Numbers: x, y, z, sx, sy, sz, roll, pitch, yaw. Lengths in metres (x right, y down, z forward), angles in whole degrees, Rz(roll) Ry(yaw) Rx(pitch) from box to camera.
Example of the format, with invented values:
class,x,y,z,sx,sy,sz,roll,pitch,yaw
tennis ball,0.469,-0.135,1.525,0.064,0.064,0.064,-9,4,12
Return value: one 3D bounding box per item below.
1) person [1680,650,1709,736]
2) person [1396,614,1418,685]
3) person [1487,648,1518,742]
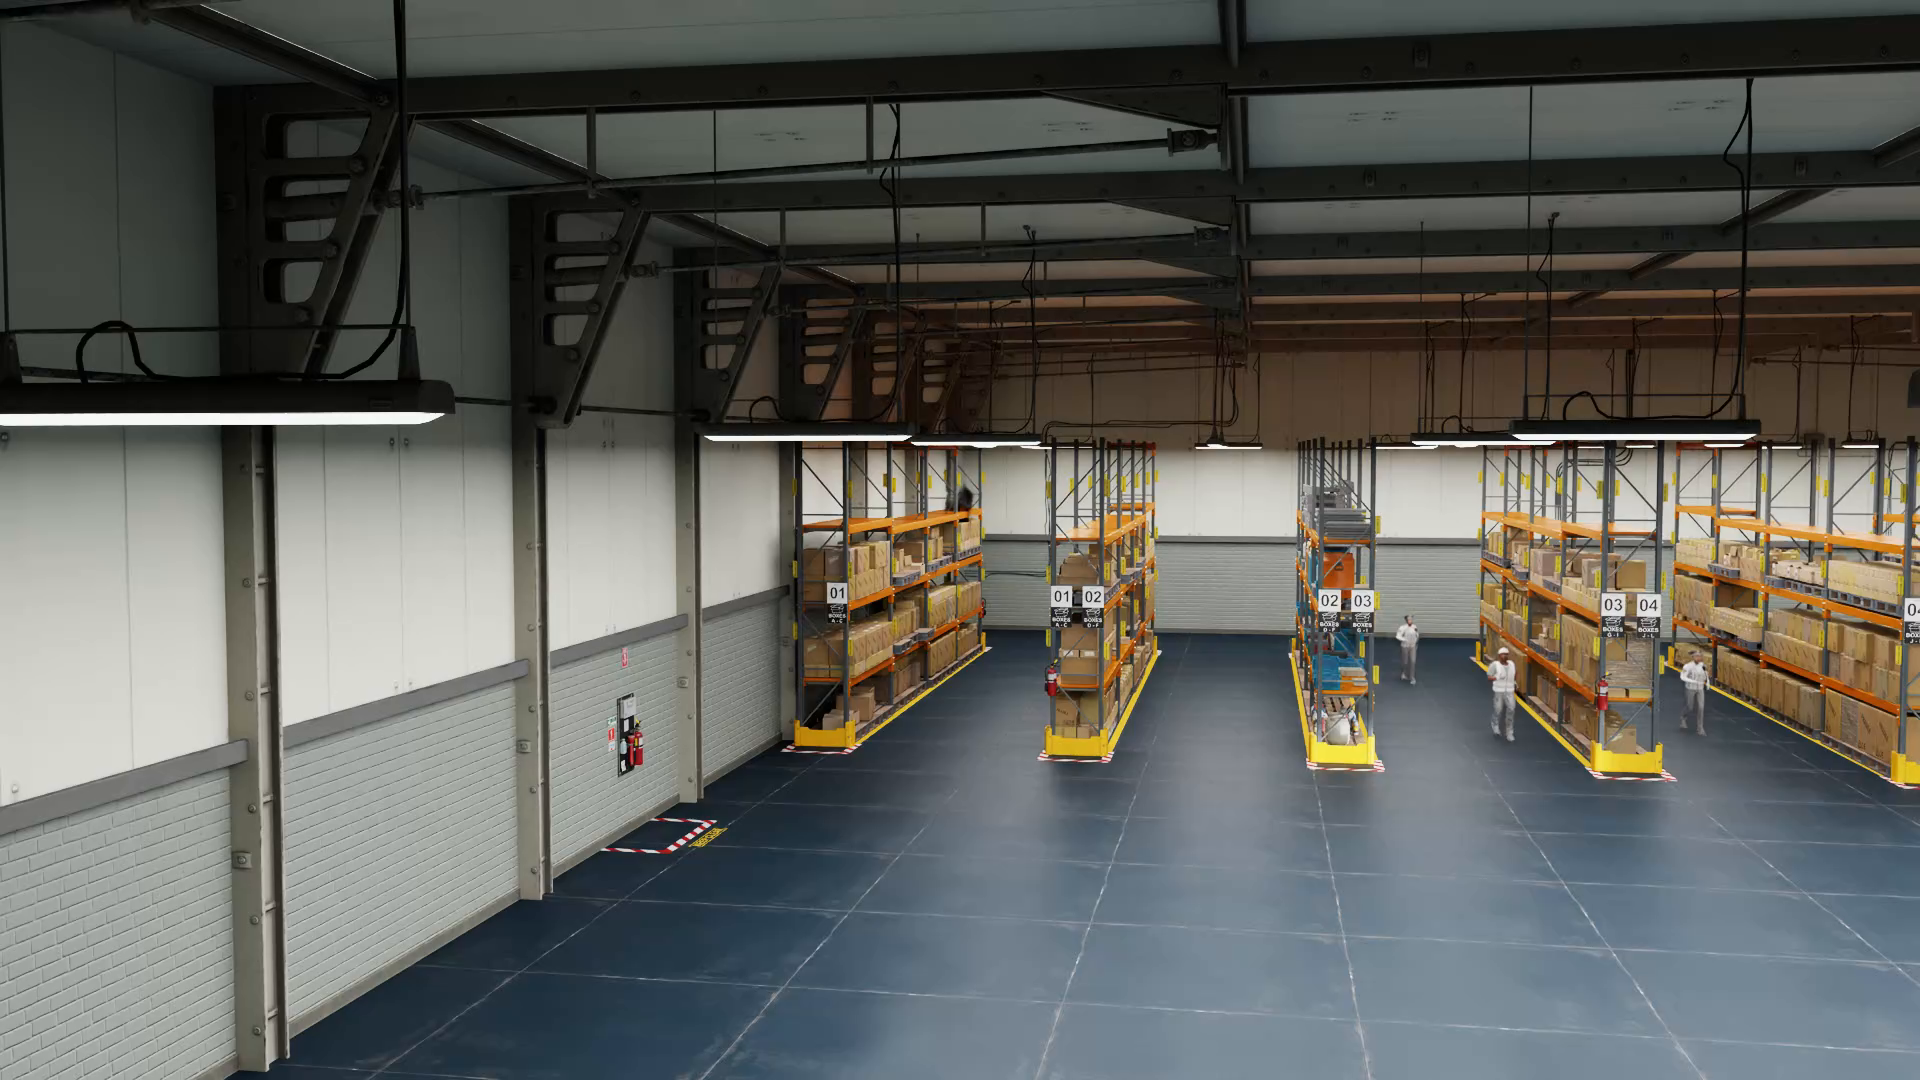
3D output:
class,x,y,z,sx,sy,sz,roll,pitch,yaw
person,14.998,3.079,33.949,0.632,1.724,0.825,0,3,-1
person,11.135,2.691,41.325,0.608,1.721,0.853,0,3,0
person,10.841,3.054,33.175,0.668,1.820,0.828,0,3,2
